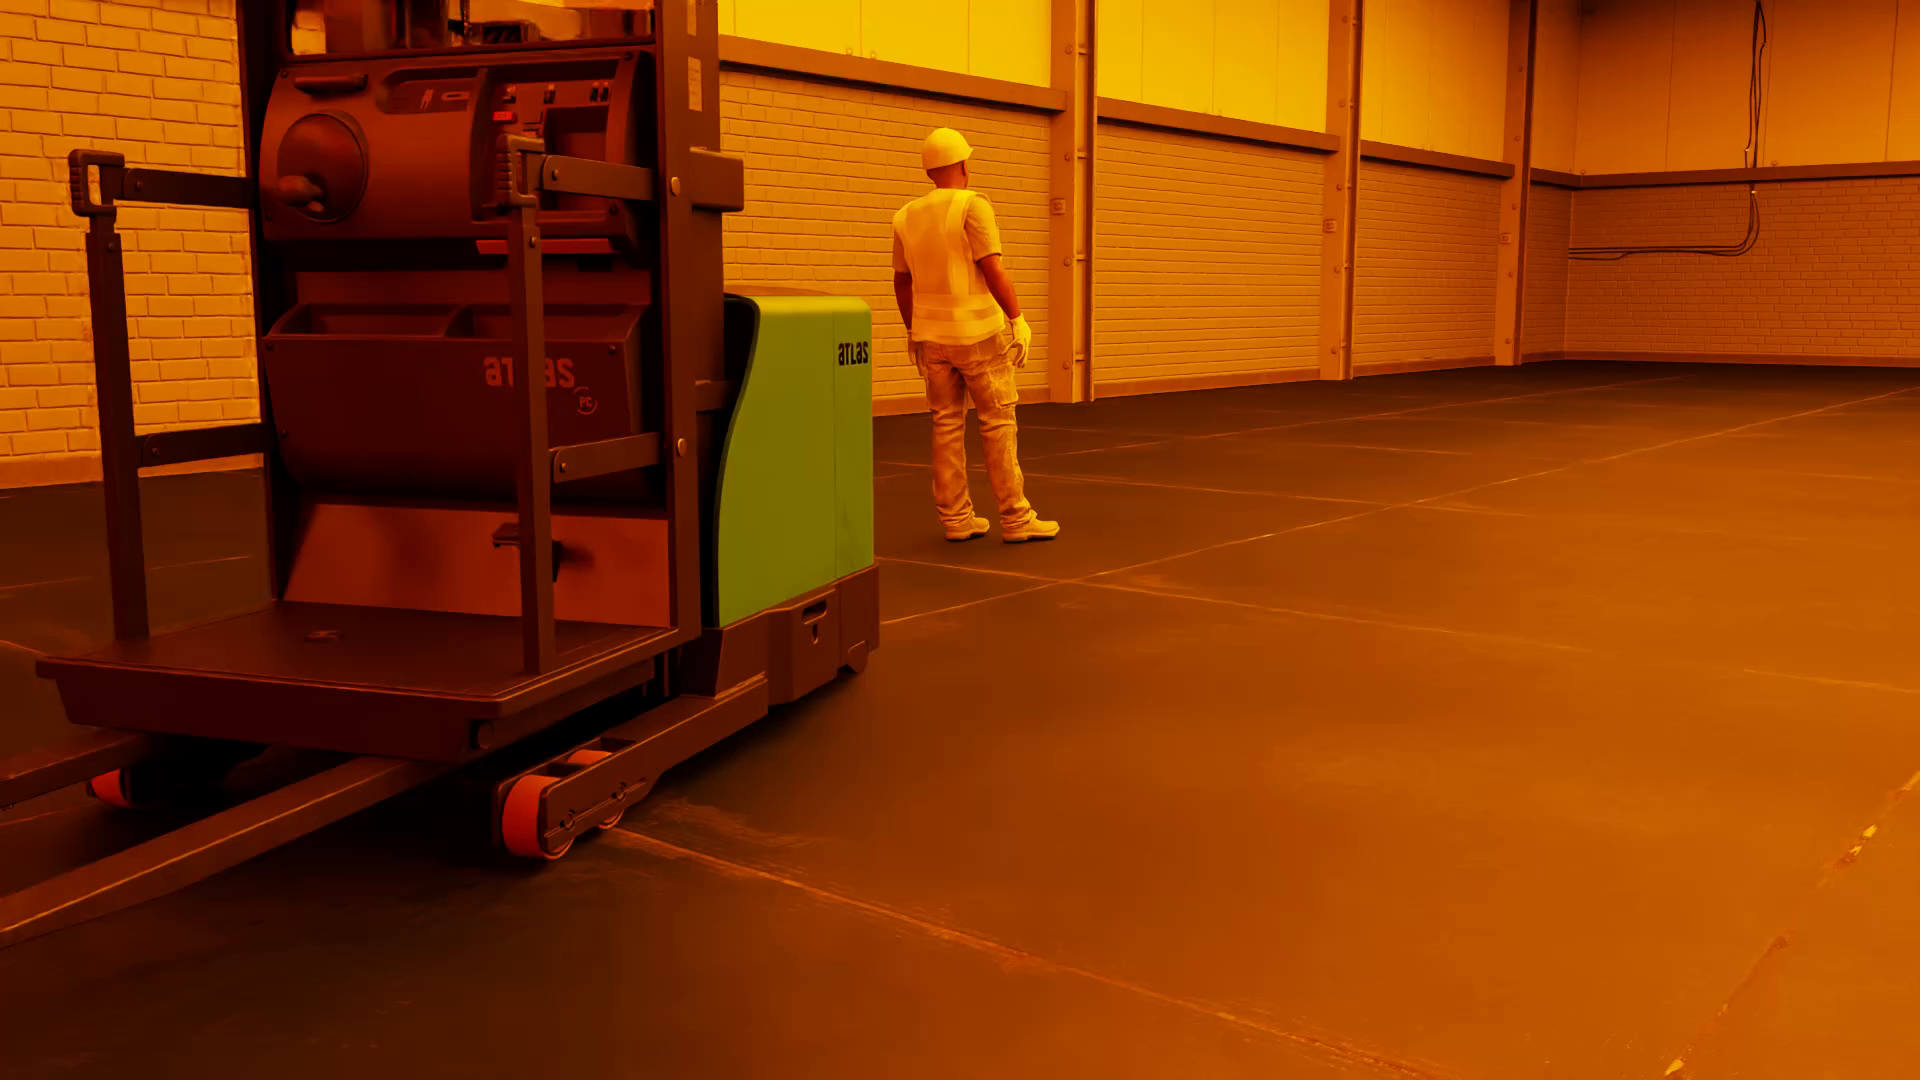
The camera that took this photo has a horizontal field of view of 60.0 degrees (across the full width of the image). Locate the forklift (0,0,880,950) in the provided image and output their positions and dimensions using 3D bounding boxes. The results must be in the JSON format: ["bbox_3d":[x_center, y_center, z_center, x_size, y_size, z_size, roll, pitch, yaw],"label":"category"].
[{"bbox_3d":[-1.187,-0.899,3.427,1.130,2.935,3.031,3,9,18],"label":"forklift"}]

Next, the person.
[{"bbox_3d":[0.052,-0.897,7.324,0.656,1.782,0.577,7,11,38],"label":"person"}]
